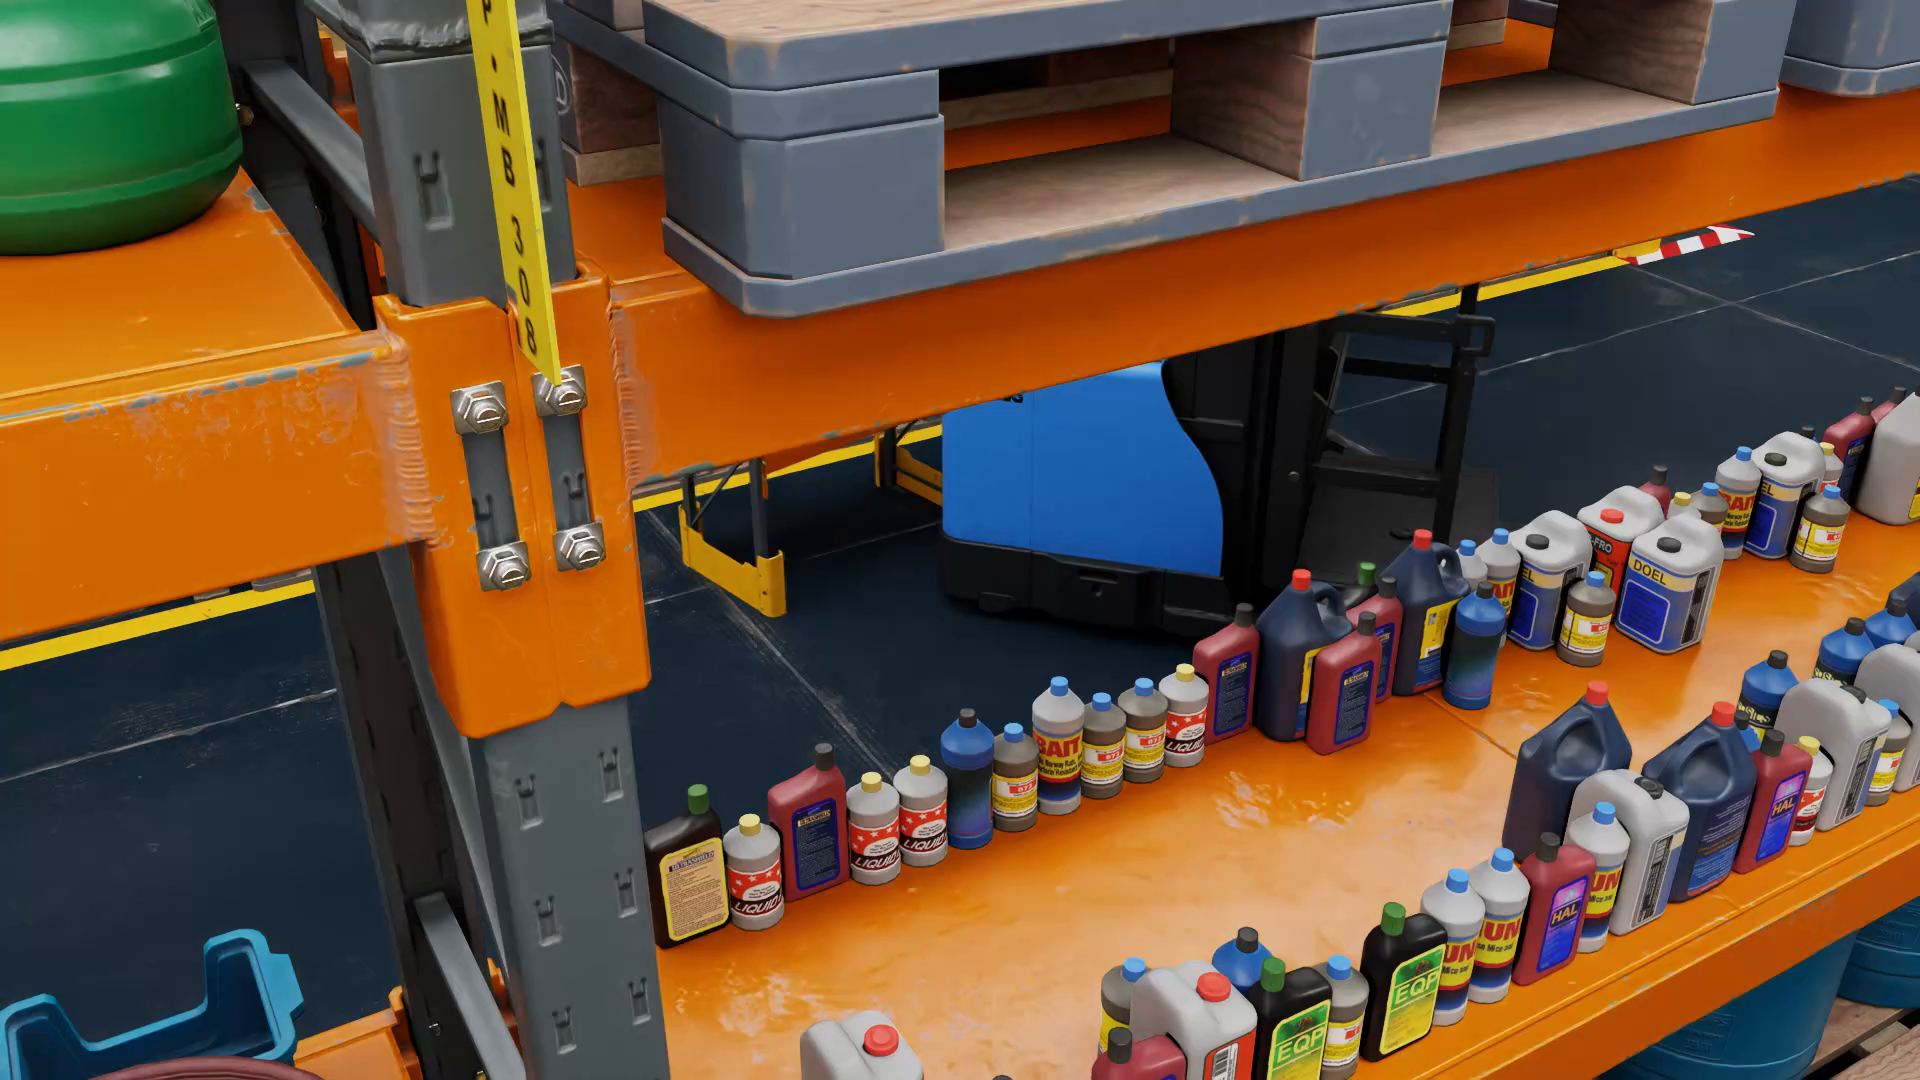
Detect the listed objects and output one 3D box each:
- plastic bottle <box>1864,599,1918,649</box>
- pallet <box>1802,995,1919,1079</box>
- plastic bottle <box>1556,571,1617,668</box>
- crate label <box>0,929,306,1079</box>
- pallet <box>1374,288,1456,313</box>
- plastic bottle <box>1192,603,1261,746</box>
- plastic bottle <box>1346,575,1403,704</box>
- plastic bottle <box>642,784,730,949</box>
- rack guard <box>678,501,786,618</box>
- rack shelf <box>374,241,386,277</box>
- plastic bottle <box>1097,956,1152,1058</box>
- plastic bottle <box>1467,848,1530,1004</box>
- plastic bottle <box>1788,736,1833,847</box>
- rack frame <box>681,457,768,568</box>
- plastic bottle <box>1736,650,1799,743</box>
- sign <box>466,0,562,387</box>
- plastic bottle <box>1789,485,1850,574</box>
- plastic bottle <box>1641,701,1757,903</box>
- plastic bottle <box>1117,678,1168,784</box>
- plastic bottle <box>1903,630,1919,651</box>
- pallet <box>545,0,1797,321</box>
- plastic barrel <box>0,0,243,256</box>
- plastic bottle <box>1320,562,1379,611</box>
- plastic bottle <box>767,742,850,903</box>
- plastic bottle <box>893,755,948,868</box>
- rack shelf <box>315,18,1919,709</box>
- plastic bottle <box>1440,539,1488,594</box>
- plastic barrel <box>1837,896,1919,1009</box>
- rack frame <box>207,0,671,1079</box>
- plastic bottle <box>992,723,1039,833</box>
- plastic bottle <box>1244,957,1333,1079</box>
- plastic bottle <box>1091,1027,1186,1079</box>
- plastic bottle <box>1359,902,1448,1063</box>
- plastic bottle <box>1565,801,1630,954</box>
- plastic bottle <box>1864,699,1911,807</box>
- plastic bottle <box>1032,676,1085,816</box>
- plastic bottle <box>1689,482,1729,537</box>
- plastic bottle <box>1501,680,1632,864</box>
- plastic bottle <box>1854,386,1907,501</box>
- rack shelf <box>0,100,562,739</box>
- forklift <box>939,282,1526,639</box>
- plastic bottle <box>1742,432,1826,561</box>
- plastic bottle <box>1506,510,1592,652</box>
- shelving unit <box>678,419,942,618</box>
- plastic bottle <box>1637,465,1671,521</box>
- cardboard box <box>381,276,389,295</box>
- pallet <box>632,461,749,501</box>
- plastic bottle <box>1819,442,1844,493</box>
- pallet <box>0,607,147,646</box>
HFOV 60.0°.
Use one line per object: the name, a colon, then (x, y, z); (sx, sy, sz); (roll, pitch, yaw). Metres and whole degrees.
plastic bottle: (1.849, 0.243, 3.339); (0.097, 0.271, 0.097); (0, 29, 0)
pallet: (2.168, 1.182, 4.390); (1.213, 0.211, 1.003); (-16, 33, -26)
plastic bottle: (1.343, 0.162, 3.557); (0.097, 0.201, 0.097); (0, 29, 0)
crate label: (-1.148, 0.789, 2.389); (0.416, 0.233, 0.303); (-16, 33, -26)
pallet: (1.993, -1.522, 9.290); (1.213, 0.211, 1.003); (-16, 33, -26)
plastic bottle: (0.523, 0.263, 3.289); (0.133, 0.283, 0.061); (-16, 33, -26)
plastic bottle: (0.829, 0.211, 3.384); (0.133, 0.283, 0.061); (-16, 33, -26)
plastic bottle: (-0.462, 0.543, 2.782); (0.133, 0.283, 0.061); (-16, 33, -26)
rack guard: (-0.875, 0.069, 6.367); (0.087, 0.250, 0.587); (-24, 37, -36)
rack shelf: (-1.376, -1.470, 7.054); (4.000, 0.370, 1.077); (-16, 33, -26)
plastic bottle: (0.262, 0.724, 2.539); (0.097, 0.201, 0.097); (0, 29, 0)
plastic bottle: (0.853, 0.611, 2.672); (0.097, 0.271, 0.097); (0, 29, 0)
plastic bottle: (1.526, 0.450, 3.035); (0.097, 0.201, 0.097); (0, 29, 0)
rack frame: (-0.889, -0.472, 6.053); (0.032, 1.500, 0.500); (-24, 37, -36)
plastic bottle: (1.533, 0.332, 3.176); (0.097, 0.271, 0.097); (0, 29, 0)
sign: (-0.310, -0.271, 1.141); (0.005, 0.325, 0.100); (-16, 33, -26)
plastic bottle: (2.026, -0.032, 3.909); (0.097, 0.201, 0.097); (0, 29, 0)
plastic bottle: (1.278, 0.442, 2.895); (0.185, 0.351, 0.144); (-16, 33, -26)
plastic bottle: (0.349, 0.359, 3.201); (0.097, 0.201, 0.097); (0, 29, 0)
plastic bottle: (1.928, 0.288, 3.252); (0.135, 0.276, 0.152); (-16, 33, -26)
pallet: (0.114, -0.608, 1.839); (1.213, 0.211, 1.003); (-16, 33, -26)
plastic barrel: (-0.782, -0.395, 1.417); (0.294, 0.245, 0.294); (0, 29, 0)
plastic bottle: (0.798, 0.186, 3.430); (0.133, 0.283, 0.061); (-16, 33, -26)
plastic bottle: (-0.263, 0.487, 2.884); (0.133, 0.283, 0.061); (-16, 33, -26)
plastic bottle: (-0.070, 0.478, 2.985); (0.097, 0.201, 0.097); (0, 29, 0)
rack shelf: (1.130, -0.719, 2.589); (4.000, 0.370, 1.077); (-16, 33, -26)
plastic bottle: (1.066, 0.125, 3.552); (0.097, 0.271, 0.097); (0, 29, 0)
plastic barrel: (2.376, 0.651, 4.204); (0.708, 0.901, 0.600); (-16, 33, -26)
rack frame: (-0.595, 0.769, 2.252); (0.127, 3.000, 1.000); (-16, 33, -26)
plastic bottle: (0.097, 0.430, 3.071); (0.097, 0.201, 0.097); (0, 29, 0)
plastic bottle: (0.480, 0.722, 2.459); (0.133, 0.283, 0.061); (-16, 33, -26)
plastic bottle: (0.249, 0.787, 2.340); (0.133, 0.283, 0.061); (-16, 33, -26)
plastic bottle: (0.679, 0.665, 2.561); (0.133, 0.283, 0.061); (-16, 33, -26)
plastic bottle: (1.052, 0.554, 2.774); (0.097, 0.271, 0.097); (0, 29, 0)
plastic bottle: (1.726, 0.393, 3.138); (0.097, 0.201, 0.097); (0, 29, 0)
plastic bottle: (0.181, 0.376, 3.097); (0.097, 0.271, 0.097); (0, 29, 0)
plastic bottle: (1.749, -0.038, 3.921); (0.097, 0.201, 0.097); (0, 29, 0)
plastic bottle: (1.085, 0.412, 2.950); (0.185, 0.351, 0.144); (-16, 33, -26)
plastic bottle: (2.322, -0.247, 4.214); (0.133, 0.283, 0.061); (-16, 33, -26)
rack shelf: (-2.319, 0.260, 0.814); (4.000, 0.370, 1.077); (-16, 33, -26)
forklift: (1.496, -1.056, 5.629); (3.031, 2.935, 1.130); (8, 30, 14)
plastic bottle: (1.947, -0.112, 3.977); (0.135, 0.276, 0.152); (-16, 33, -26)
plastic bottle: (1.264, 0.082, 3.625); (0.135, 0.276, 0.152); (-16, 33, -26)
shelving unit: (-0.509, -0.642, 6.361); (1.083, 1.500, 0.587); (-24, 37, -36)
plastic bottle: (1.556, -0.030, 3.820); (0.133, 0.283, 0.061); (-16, 33, -26)
cardboard box: (-2.367, -1.064, 6.930); (0.500, 0.250, 0.500); (-15, 32, -24)
pallet: (-1.387, -0.538, 7.507); (1.213, 0.211, 1.003); (-16, 33, -26)
plastic bottle: (2.117, -0.143, 4.110); (0.097, 0.201, 0.097); (0, 29, 0)
pallet: (-3.830, 0.111, 6.331); (1.213, 0.211, 1.003); (-16, 33, -26)
